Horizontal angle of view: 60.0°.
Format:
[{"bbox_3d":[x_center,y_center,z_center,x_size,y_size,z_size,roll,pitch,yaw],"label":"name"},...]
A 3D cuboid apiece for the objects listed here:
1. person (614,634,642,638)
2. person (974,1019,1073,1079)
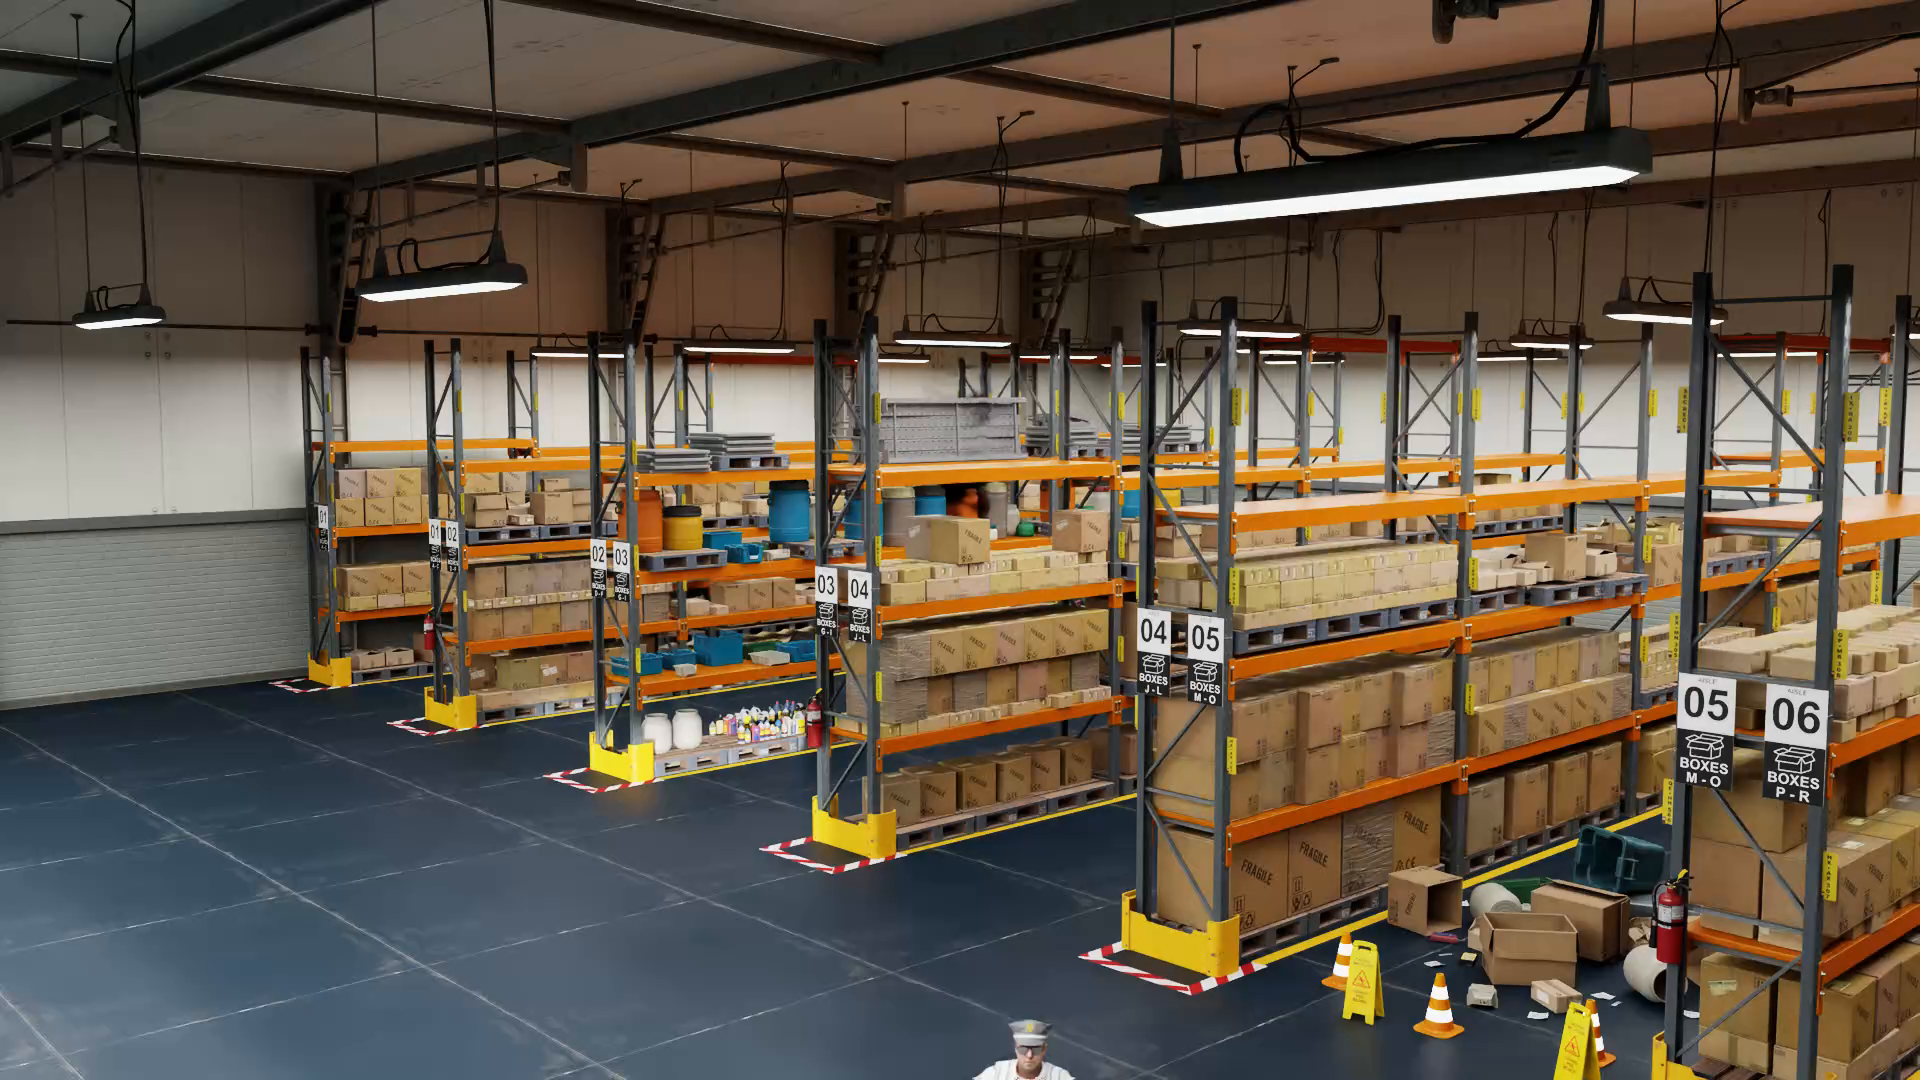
[{"bbox_3d":[-5.978,1.616,30.124,0.666,1.833,0.919,4,6,37],"label":"person"},{"bbox_3d":[0.366,3.491,9.057,0.637,1.851,0.800,0,5,-1],"label":"person"}]
